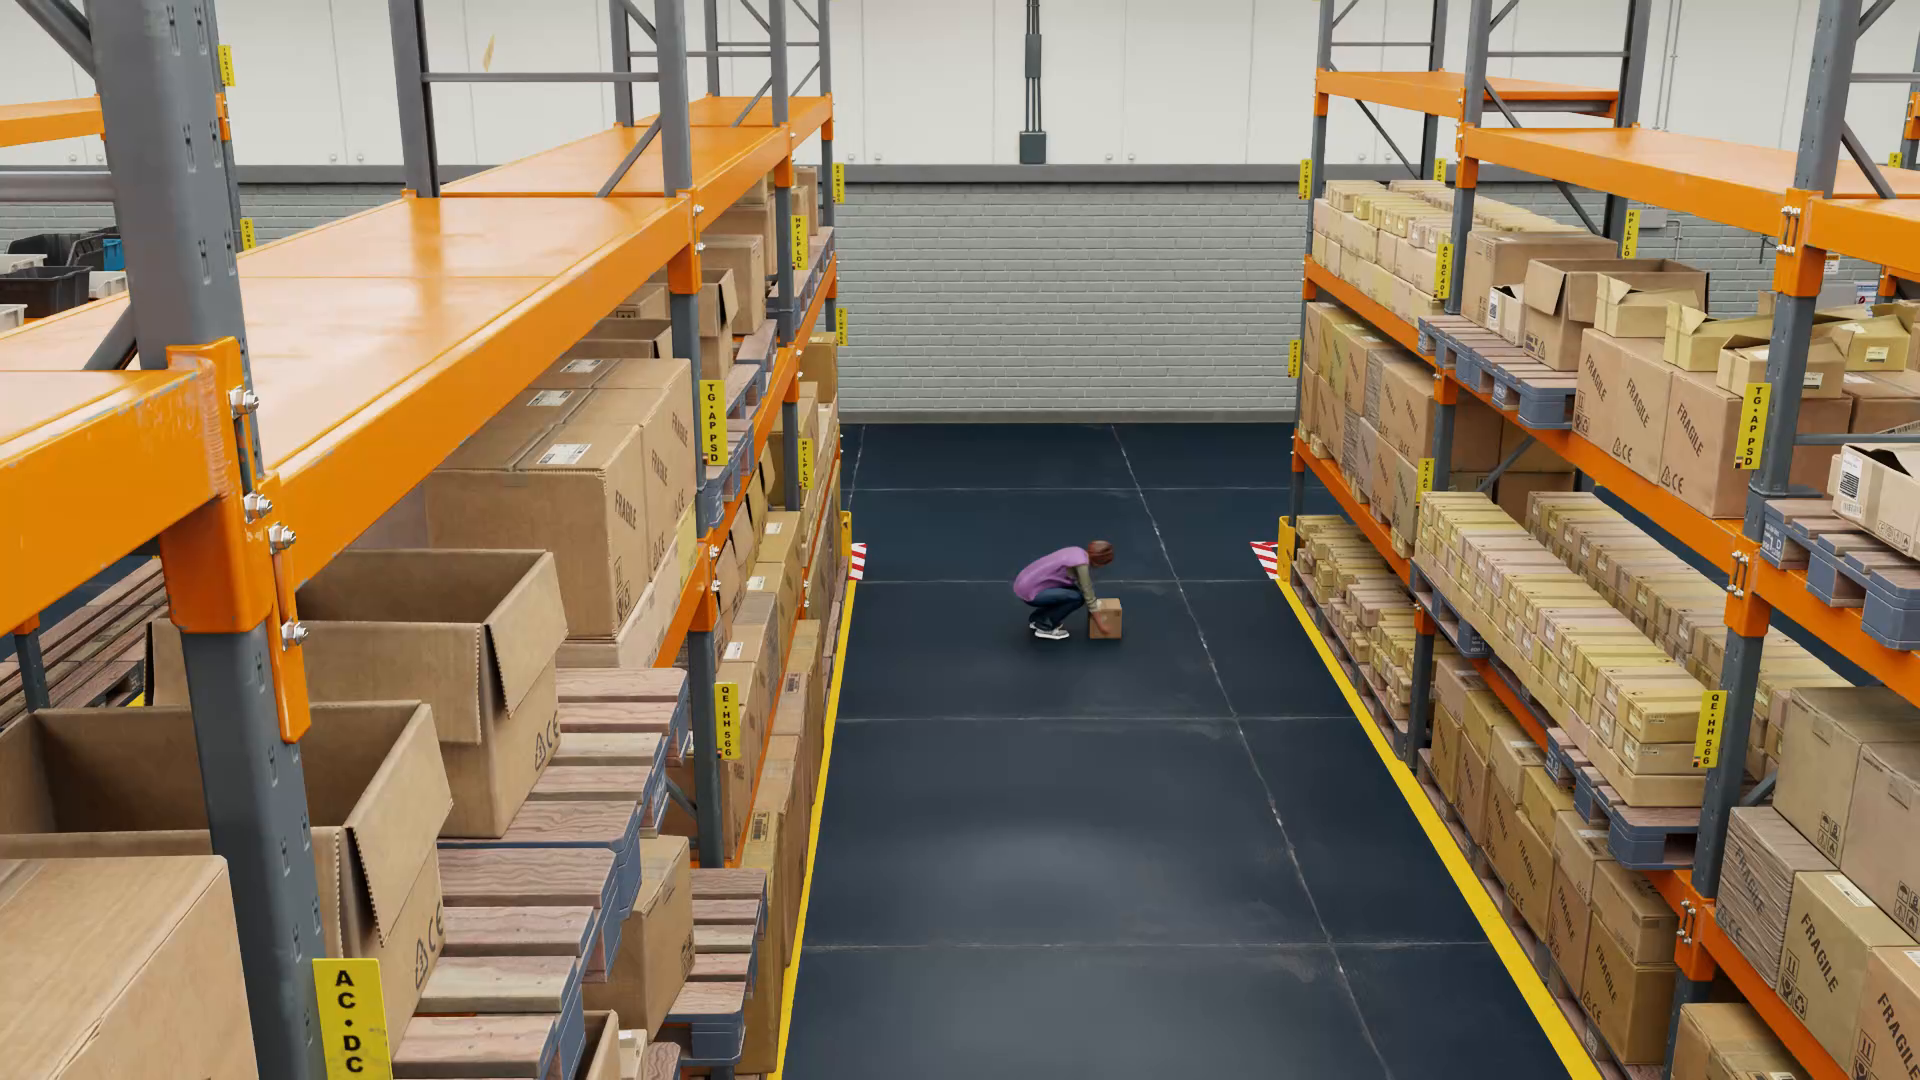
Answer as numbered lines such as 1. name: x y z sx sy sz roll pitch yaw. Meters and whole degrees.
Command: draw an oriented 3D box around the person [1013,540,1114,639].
1. person: 0.823 0.385 13.241 0.805 0.768 0.432 0 17 -1
